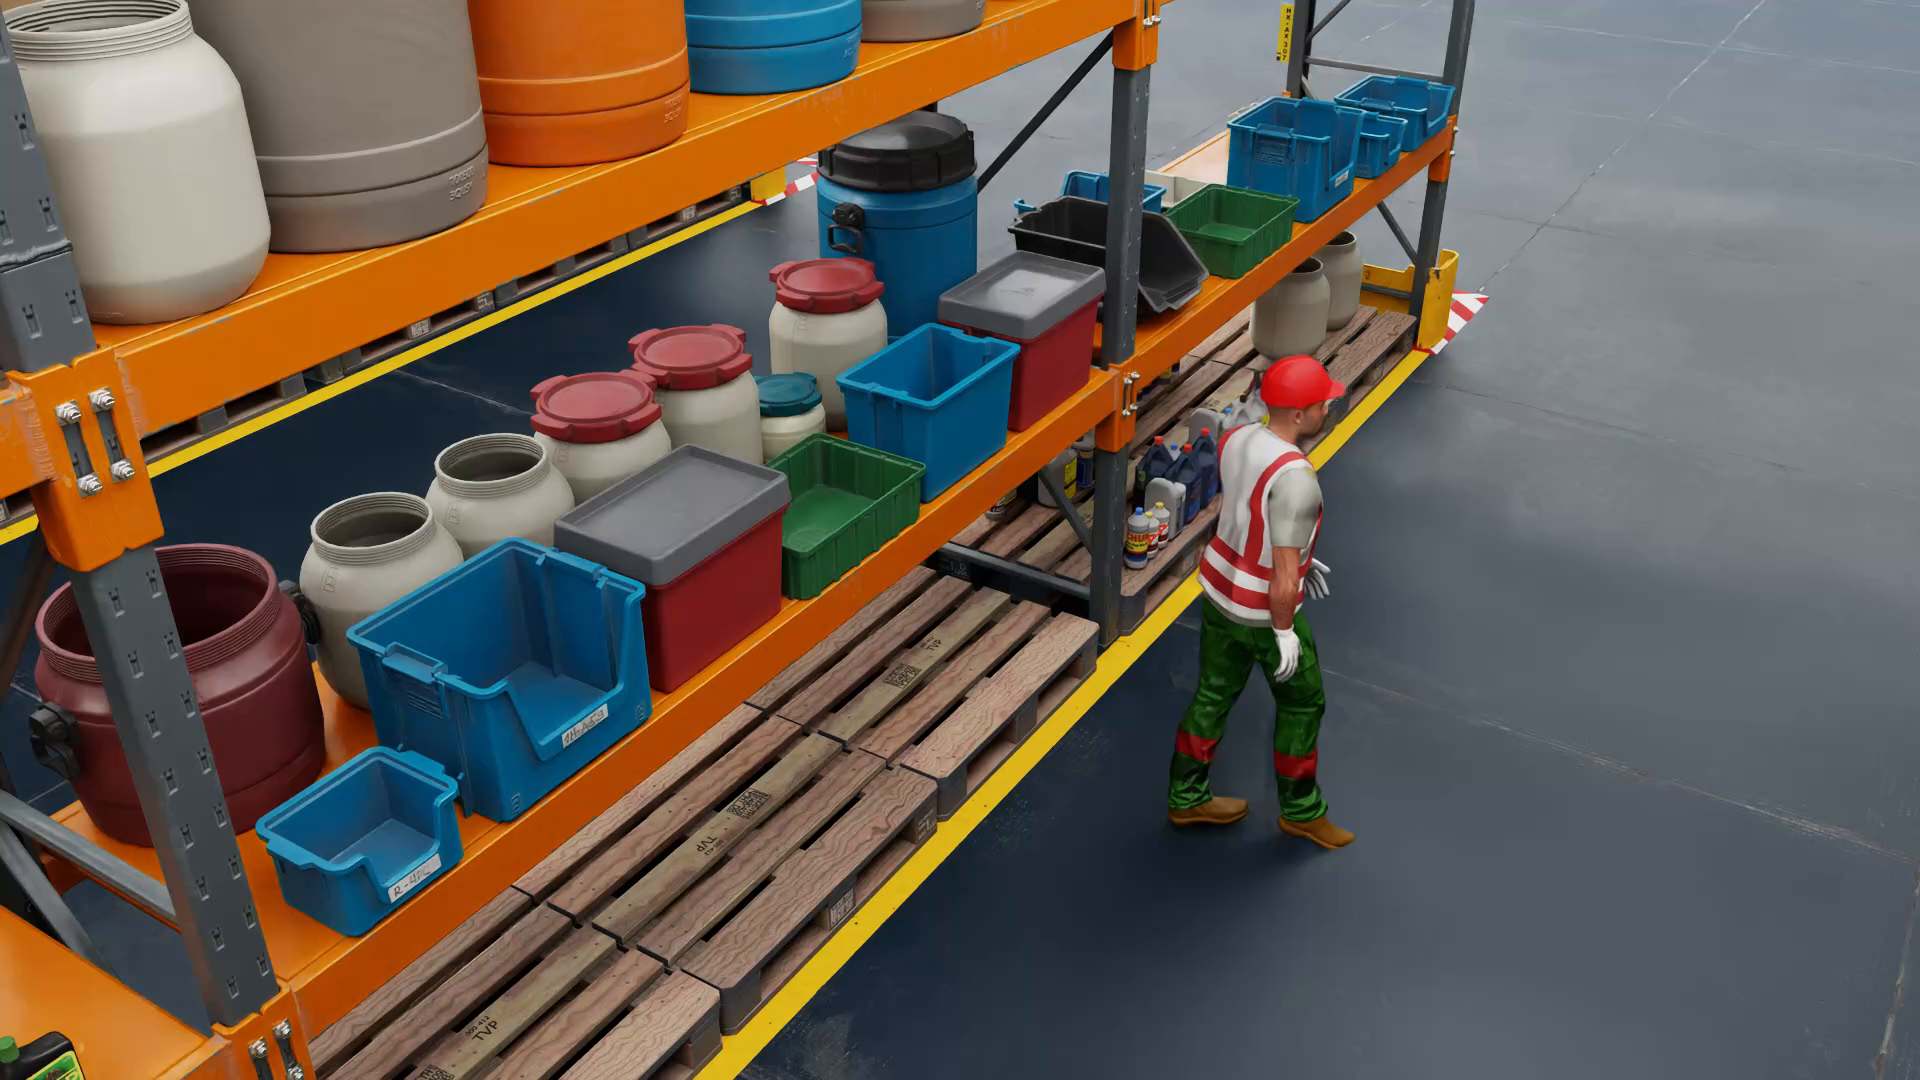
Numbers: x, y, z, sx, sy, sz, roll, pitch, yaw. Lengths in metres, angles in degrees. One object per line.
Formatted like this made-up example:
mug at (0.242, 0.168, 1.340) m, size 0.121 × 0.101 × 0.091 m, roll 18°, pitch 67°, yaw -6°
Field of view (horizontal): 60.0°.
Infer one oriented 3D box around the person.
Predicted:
person at (1.047, 0.245, 5.724) m, size 0.621 × 1.816 × 0.637 m, roll -11°, pitch 32°, yaw -18°
